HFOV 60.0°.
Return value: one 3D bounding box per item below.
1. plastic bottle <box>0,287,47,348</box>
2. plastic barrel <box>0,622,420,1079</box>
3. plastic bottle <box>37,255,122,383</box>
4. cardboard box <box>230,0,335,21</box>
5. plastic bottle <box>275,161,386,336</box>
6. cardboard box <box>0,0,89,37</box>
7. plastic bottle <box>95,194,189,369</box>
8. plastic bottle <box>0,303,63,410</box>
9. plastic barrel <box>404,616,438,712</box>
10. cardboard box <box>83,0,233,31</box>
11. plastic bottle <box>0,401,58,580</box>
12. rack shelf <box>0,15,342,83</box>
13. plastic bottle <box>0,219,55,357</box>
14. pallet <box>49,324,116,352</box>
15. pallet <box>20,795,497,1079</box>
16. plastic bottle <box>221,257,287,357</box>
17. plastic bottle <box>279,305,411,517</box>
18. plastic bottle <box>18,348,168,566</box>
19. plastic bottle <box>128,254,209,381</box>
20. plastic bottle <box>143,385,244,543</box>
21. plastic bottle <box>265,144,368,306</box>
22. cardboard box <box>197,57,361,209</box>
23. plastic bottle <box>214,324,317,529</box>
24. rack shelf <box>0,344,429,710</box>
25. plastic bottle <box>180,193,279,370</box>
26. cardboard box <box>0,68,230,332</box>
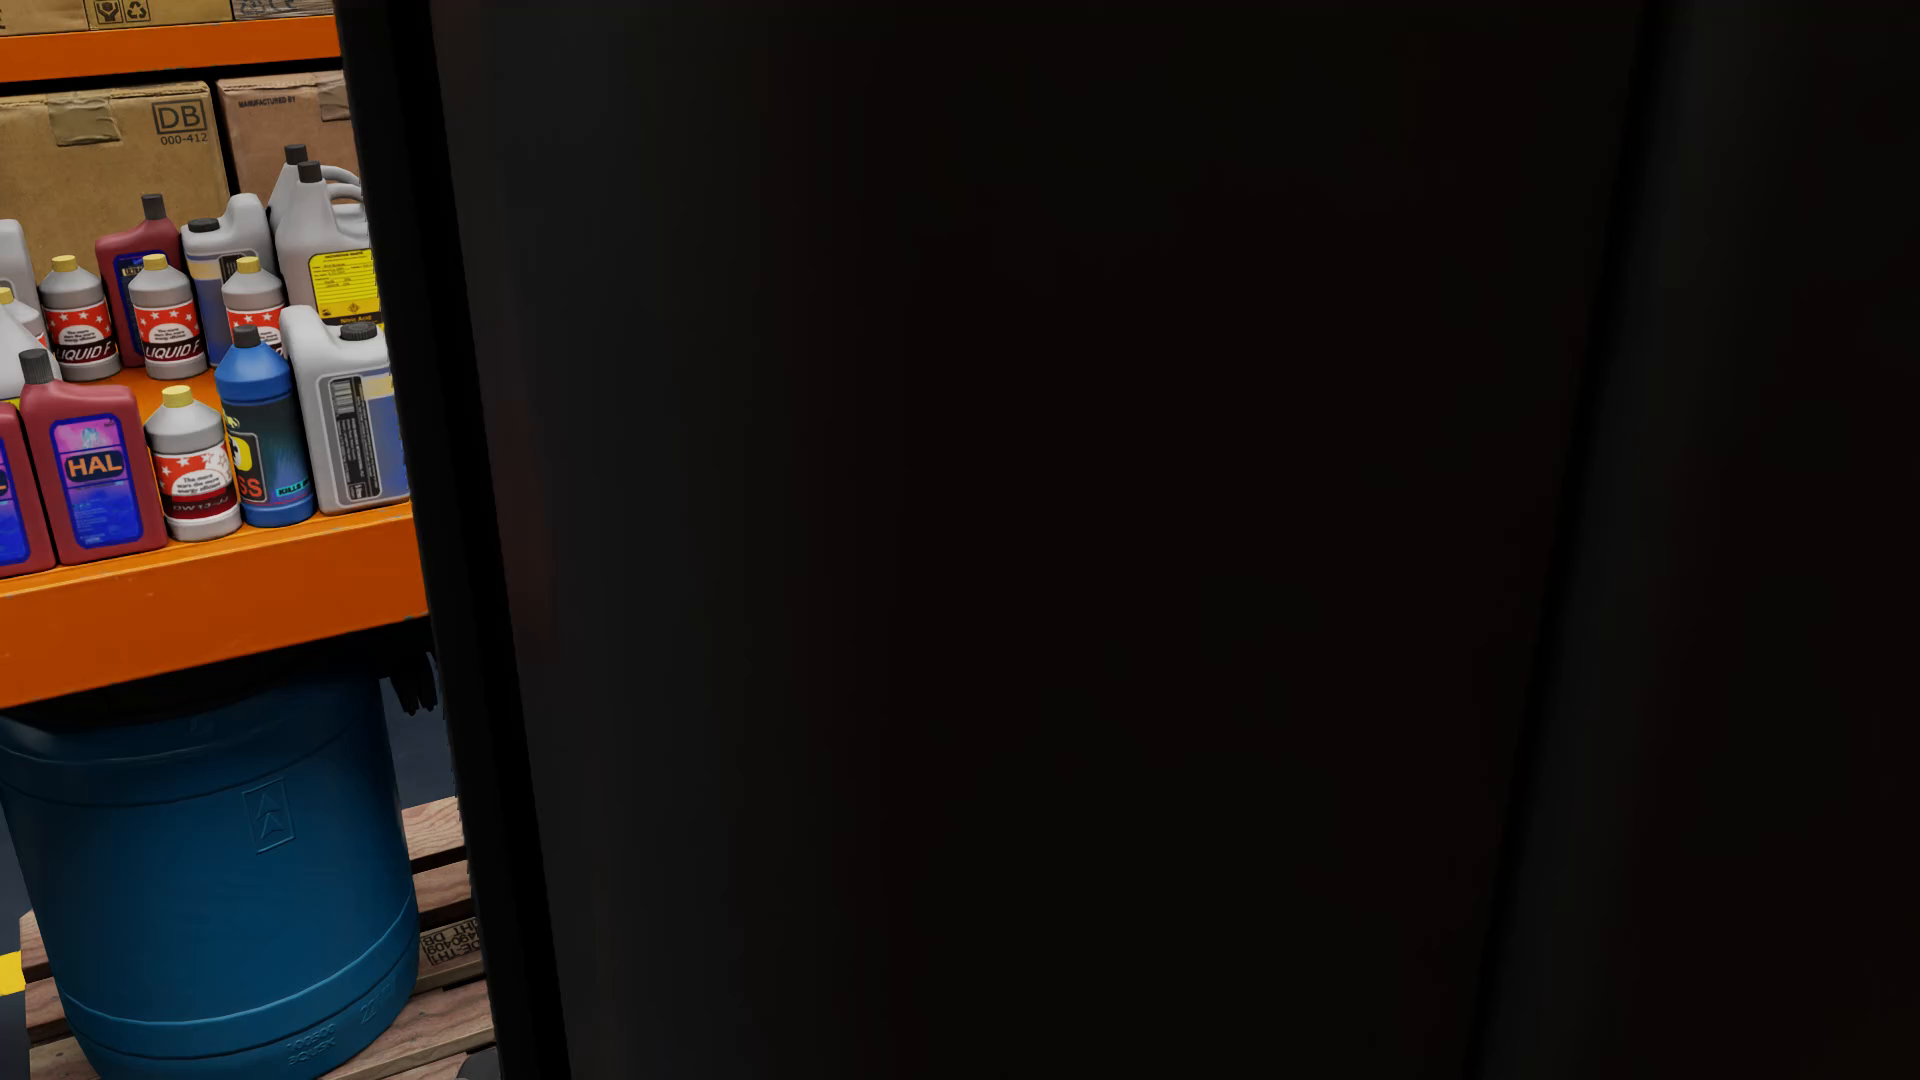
[{"bbox_3d":[-1.499,-0.298,2.635,0.097,0.201,0.097,0,26,0],"label":"plastic bottle"},{"bbox_3d":[-1.282,0.425,2.839,0.708,0.901,0.600,-13,29,-25],"label":"plastic barrel"},{"bbox_3d":[-1.485,-0.376,2.797,0.097,0.201,0.097,0,26,0],"label":"plastic bottle"},{"bbox_3d":[-2.692,-2.367,6.599,0.500,0.500,0.500,-14,29,-26],"label":"cardboard box"},{"bbox_3d":[-1.045,-0.463,2.805,0.185,0.351,0.144,-13,29,-25],"label":"plastic bottle"},{"bbox_3d":[-3.577,-2.163,6.173,0.500,0.500,0.500,-13,29,-25],"label":"cardboard box"},{"bbox_3d":[-1.392,-0.443,2.843,0.133,0.283,0.061,-13,29,-25],"label":"plastic bottle"},{"bbox_3d":[-1.271,-0.162,2.178,0.185,0.351,0.144,-13,29,-25],"label":"plastic bottle"},{"bbox_3d":[-0.657,0.280,3.139,0.708,0.901,0.600,-13,29,-25],"label":"plastic barrel"},{"bbox_3d":[-3.134,-2.265,6.387,0.500,0.500,0.500,-13,29,-25],"label":"cardboard box"},{"bbox_3d":[-1.246,-0.087,2.100,0.133,0.283,0.061,-13,29,-25],"label":"plastic bottle"},{"bbox_3d":[-2.336,-2.202,7.202,4.000,0.370,1.077,-13,29,-25],"label":"rack shelf"},{"bbox_3d":[-1.574,-0.375,2.710,0.135,0.276,0.152,-13,29,-25],"label":"plastic bottle"},{"bbox_3d":[-3.455,-1.048,7.189,1.213,0.211,1.003,-13,29,-25],"label":"pallet"},{"bbox_3d":[-1.069,0.888,3.156,1.213,0.211,1.003,-13,29,-25],"label":"pallet"},{"bbox_3d":[-1.177,-0.372,2.790,0.097,0.201,0.097,0,26,0],"label":"plastic bottle"},{"bbox_3d":[-0.859,-0.195,2.334,0.135,0.276,0.152,-13,29,-25],"label":"plastic bottle"},{"bbox_3d":[-1.128,-0.114,2.157,0.133,0.283,0.061,-13,29,-25],"label":"plastic bottle"},{"bbox_3d":[-1.338,-0.380,2.805,0.097,0.201,0.097,0,26,0],"label":"plastic bottle"},{"bbox_3d":[-1.035,-0.108,2.238,0.097,0.201,0.097,0,26,0],"label":"plastic bottle"},{"bbox_3d":[-1.113,-0.518,2.919,0.185,0.351,0.144,-13,29,-25],"label":"plastic bottle"},{"bbox_3d":[-2.757,-1.671,7.234,0.875,0.875,1.225,-14,29,-27],"label":"cardboard box"},{"bbox_3d":[-0.949,-0.159,2.264,0.097,0.271,0.097,0,26,0],"label":"plastic bottle"},{"bbox_3d":[-0.005,-0.311,3.263,4.000,0.370,1.077,-13,29,-25],"label":"rack shelf"},{"bbox_3d":[-1.252,-0.450,2.865,0.135,0.276,0.152,-13,29,-25],"label":"plastic bottle"},{"bbox_3d":[-3.545,-1.489,6.855,0.875,0.875,1.225,-13,29,-25],"label":"cardboard box"}]
